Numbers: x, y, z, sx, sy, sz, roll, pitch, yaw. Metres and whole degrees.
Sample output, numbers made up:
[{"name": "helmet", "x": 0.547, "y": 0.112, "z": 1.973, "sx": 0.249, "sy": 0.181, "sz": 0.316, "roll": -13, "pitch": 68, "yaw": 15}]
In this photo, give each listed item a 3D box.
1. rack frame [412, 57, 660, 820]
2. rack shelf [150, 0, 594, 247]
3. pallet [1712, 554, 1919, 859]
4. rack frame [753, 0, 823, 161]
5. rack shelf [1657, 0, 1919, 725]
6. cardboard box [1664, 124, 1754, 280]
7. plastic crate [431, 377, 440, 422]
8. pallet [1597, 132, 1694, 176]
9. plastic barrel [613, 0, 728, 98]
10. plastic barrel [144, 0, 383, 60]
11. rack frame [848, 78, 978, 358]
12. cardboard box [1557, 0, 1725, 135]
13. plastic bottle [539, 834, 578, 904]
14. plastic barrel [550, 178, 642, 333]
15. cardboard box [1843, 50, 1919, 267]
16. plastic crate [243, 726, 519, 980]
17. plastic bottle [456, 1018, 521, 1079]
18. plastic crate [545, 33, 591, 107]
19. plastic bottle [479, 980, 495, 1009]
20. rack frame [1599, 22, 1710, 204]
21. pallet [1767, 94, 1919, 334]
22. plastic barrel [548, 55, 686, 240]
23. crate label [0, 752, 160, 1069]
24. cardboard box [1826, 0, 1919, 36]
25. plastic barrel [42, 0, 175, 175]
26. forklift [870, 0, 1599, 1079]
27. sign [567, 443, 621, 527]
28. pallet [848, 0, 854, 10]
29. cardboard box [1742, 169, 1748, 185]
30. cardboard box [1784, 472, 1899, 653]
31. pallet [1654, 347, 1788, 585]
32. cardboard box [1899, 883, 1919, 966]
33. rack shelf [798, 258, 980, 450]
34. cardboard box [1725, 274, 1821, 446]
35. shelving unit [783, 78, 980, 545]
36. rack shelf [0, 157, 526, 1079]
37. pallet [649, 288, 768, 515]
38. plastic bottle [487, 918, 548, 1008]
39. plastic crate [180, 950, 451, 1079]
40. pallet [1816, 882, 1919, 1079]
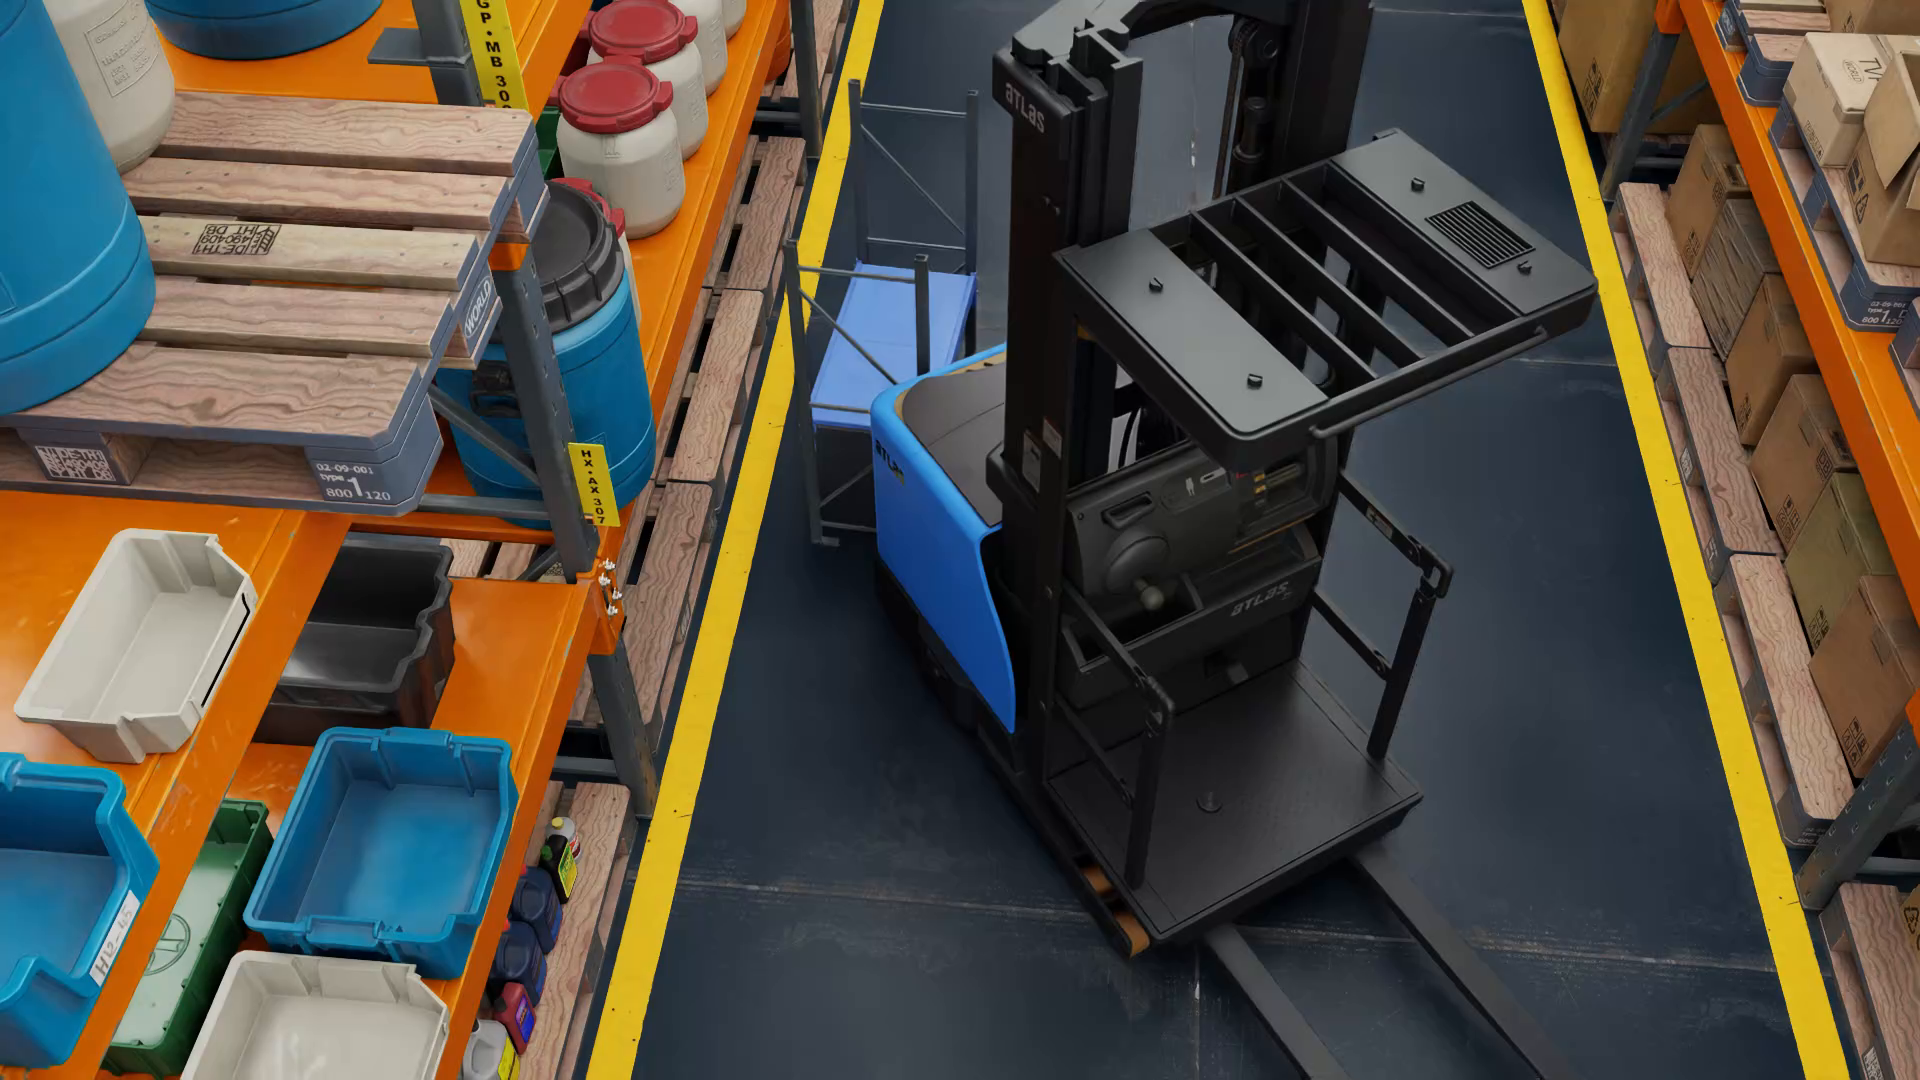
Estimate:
[{"name": "rack frame", "x": -1.578, "y": -0.105, "z": 4.839, "sx": 1.000, "sy": 3.000, "sz": 0.127, "roll": 4, "pitch": 48, "yaw": 4}, {"name": "rack shelf", "x": -1.396, "y": -2.344, "z": 5.342, "sx": 1.077, "sy": 0.370, "sz": 4.000, "roll": 4, "pitch": 48, "yaw": 4}, {"name": "pallet", "x": 3.423, "y": 0.597, "z": 6.087, "sx": 1.003, "sy": 0.211, "sz": 1.213, "roll": 4, "pitch": 48, "yaw": 4}, {"name": "rack frame", "x": -1.214, "y": -3.044, "z": 7.528, "sx": 1.000, "sy": 3.000, "sz": 0.127, "roll": 4, "pitch": 48, "yaw": 4}, {"name": "rack shelf", "x": 3.536, "y": -0.999, "z": 6.144, "sx": 1.077, "sy": 0.370, "sz": 4.000, "roll": 4, "pitch": 48, "yaw": 4}, {"name": "cardboard box", "x": 3.677, "y": -1.522, "z": 7.531, "sx": 0.700, "sy": 0.500, "sz": 0.500, "roll": 2, "pitch": 48, "yaw": 1}, {"name": "plastic crate", "x": -1.839, "y": -0.503, "z": 5.160, "sx": 0.402, "sy": 0.464, "sz": 0.583, "roll": 4, "pitch": 48, "yaw": 4}, {"name": "pallet", "x": 3.865, "y": -2.344, "z": 8.777, "sx": 1.003, "sy": 0.211, "sz": 1.213, "roll": 4, "pitch": 48, "yaw": 4}, {"name": "plastic barrel", "x": -1.133, "y": -2.002, "z": 6.499, "sx": 0.421, "sy": 0.512, "sz": 0.421, "roll": 0, "pitch": 48, "yaw": 0}, {"name": "plastic barrel", "x": -1.748, "y": -1.675, "z": 3.902, "sx": 0.600, "sy": 0.901, "sz": 0.708, "roll": 4, "pitch": 48, "yaw": 4}, {"name": "rack frame", "x": -0.179, "y": -1.216, "z": 6.872, "sx": 0.500, "sy": 1.500, "sz": 0.032, "roll": 7, "pitch": 48, "yaw": 7}, {"name": "cardboard box", "x": 3.802, "y": -2.642, "z": 8.314, "sx": 1.225, "sy": 0.875, "sz": 0.875, "roll": 2, "pitch": 48, "yaw": 2}, {"name": "plastic bottle", "x": -1.294, "y": 1.039, "z": 5.336, "sx": 0.061, "sy": 0.283, "sz": 0.133, "roll": 6, "pitch": 48, "yaw": 5}, {"name": "plastic barrel", "x": -1.273, "y": -0.839, "z": 5.419, "sx": 0.433, "sy": 0.535, "sz": 0.433, "roll": 0, "pitch": 48, "yaw": 0}, {"name": "cardboard box", "x": 3.420, "y": -1.229, "z": 5.512, "sx": 0.797, "sy": 0.503, "sz": 0.637, "roll": 8, "pitch": 48, "yaw": 8}, {"name": "plastic crate", "x": -1.409, "y": 0.777, "z": 4.134, "sx": 0.499, "sy": 0.251, "sz": 0.616, "roll": 4, "pitch": 48, "yaw": 4}, {"name": "plastic bottle", "x": -1.397, "y": 1.512, "z": 4.858, "sx": 0.144, "sy": 0.351, "sz": 0.185, "roll": 4, "pitch": 48, "yaw": 3}, {"name": "plastic crate", "x": -1.666, "y": -1.899, "z": 6.437, "sx": 0.402, "sy": 0.464, "sz": 0.583, "roll": 4, "pitch": 48, "yaw": 4}, {"name": "plastic bottle", "x": -1.517, "y": 1.308, "z": 5.095, "sx": 0.152, "sy": 0.276, "sz": 0.135, "roll": 4, "pitch": 48, "yaw": 4}, {"name": "rack frame", "x": 3.719, "y": -2.711, "z": 7.223, "sx": 1.000, "sy": 3.000, "sz": 0.127, "roll": 4, "pitch": 48, "yaw": 4}, {"name": "pallet", "x": 3.579, "y": -1.189, "z": 5.961, "sx": 1.003, "sy": 0.211, "sz": 1.213, "roll": 4, "pitch": 48, "yaw": 4}, {"name": "plastic barrel", "x": -1.206, "y": -1.378, "z": 5.912, "sx": 0.433, "sy": 0.535, "sz": 0.433, "roll": 0, "pitch": 48, "yaw": 0}, {"name": "crate label", "x": -1.443, "y": 0.519, "z": 2.336, "sx": 0.502, "sy": 0.251, "sz": 0.408, "roll": 4, "pitch": 48, "yaw": 4}, {"name": "cardboard box", "x": 3.758, "y": -2.070, "z": 6.284, "sx": 0.700, "sy": 0.500, "sz": 0.500, "roll": 10, "pitch": 48, "yaw": 9}, {"name": "plastic barrel", "x": -1.813, "y": -0.994, "z": 3.259, "sx": 0.421, "sy": 0.512, "sz": 0.421, "roll": 0, "pitch": 48, "yaw": 0}, {"name": "forklift", "x": 0.844, "y": -0.008, "z": 4.797, "sx": 1.130, "sy": 2.935, "sz": 3.031, "roll": -23, "pitch": 52, "yaw": -20}, {"name": "sign", "x": -1.032, "y": -0.153, "z": 4.696, "sx": 0.100, "sy": 0.325, "sz": 0.005, "roll": 4, "pitch": 48, "yaw": 4}, {"name": "pallet", "x": -1.070, "y": -3.579, "z": 9.907, "sx": 1.003, "sy": 0.211, "sz": 1.213, "roll": 4, "pitch": 48, "yaw": 4}, {"name": "cardboard box", "x": 3.687, "y": -1.775, "z": 7.254, "sx": 0.500, "sy": 0.250, "sz": 0.500, "roll": 6, "pitch": 48, "yaw": 5}, {"name": "cardboard box", "x": 3.494, "y": 0.124, "z": 6.025, "sx": 0.700, "sy": 0.500, "sz": 0.500, "roll": 4, "pitch": 48, "yaw": 3}, {"name": "pallet", "x": 3.532, "y": -0.302, "z": 6.909, "sx": 1.003, "sy": 0.211, "sz": 1.213, "roll": 4, "pitch": 48, "yaw": 4}, {"name": "cardboard box", "x": 3.278, "y": 1.221, "z": 5.036, "sx": 0.500, "sy": 0.500, "sz": 0.500, "roll": 3, "pitch": 48, "yaw": 2}, {"name": "rack shelf", "x": -0.268, "y": -0.726, "z": 6.667, "sx": 0.538, "sy": 0.185, "sz": 1.000, "roll": 7, "pitch": 48, "yaw": 7}, {"name": "cardboard box", "x": 3.595, "y": -0.697, "z": 6.776, "sx": 0.700, "sy": 0.500, "sz": 0.500, "roll": 7, "pitch": 48, "yaw": 7}, {"name": "shelving unit", "x": -0.268, "y": -0.847, "z": 6.534, "sx": 0.538, "sy": 1.500, "sz": 1.048, "roll": 7, "pitch": 48, "yaw": 7}, {"name": "rack shelf", "x": -1.761, "y": 0.595, "z": 2.654, "sx": 1.077, "sy": 0.370, "sz": 4.000, "roll": 4, "pitch": 48, "yaw": 4}, {"name": "pallet", "x": -1.437, "y": -0.642, "z": 7.221, "sx": 1.003, "sy": 0.211, "sz": 1.213, "roll": 4, "pitch": 48, "yaw": 4}, {"name": "plastic bottle", "x": -1.368, "y": 1.274, "z": 5.075, "sx": 0.144, "sy": 0.351, "sz": 0.185, "roll": 2, "pitch": 48, "yaw": 2}, {"name": "plastic crate", "x": -1.474, "y": 1.194, "z": 3.830, "sx": 0.530, "sy": 0.136, "sz": 0.437, "roll": 4, "pitch": 48, "yaw": 4}, {"name": "pallet", "x": 3.328, "y": 1.665, "z": 5.110, "sx": 1.003, "sy": 0.211, "sz": 1.213, "roll": 4, "pitch": 48, "yaw": 4}]
